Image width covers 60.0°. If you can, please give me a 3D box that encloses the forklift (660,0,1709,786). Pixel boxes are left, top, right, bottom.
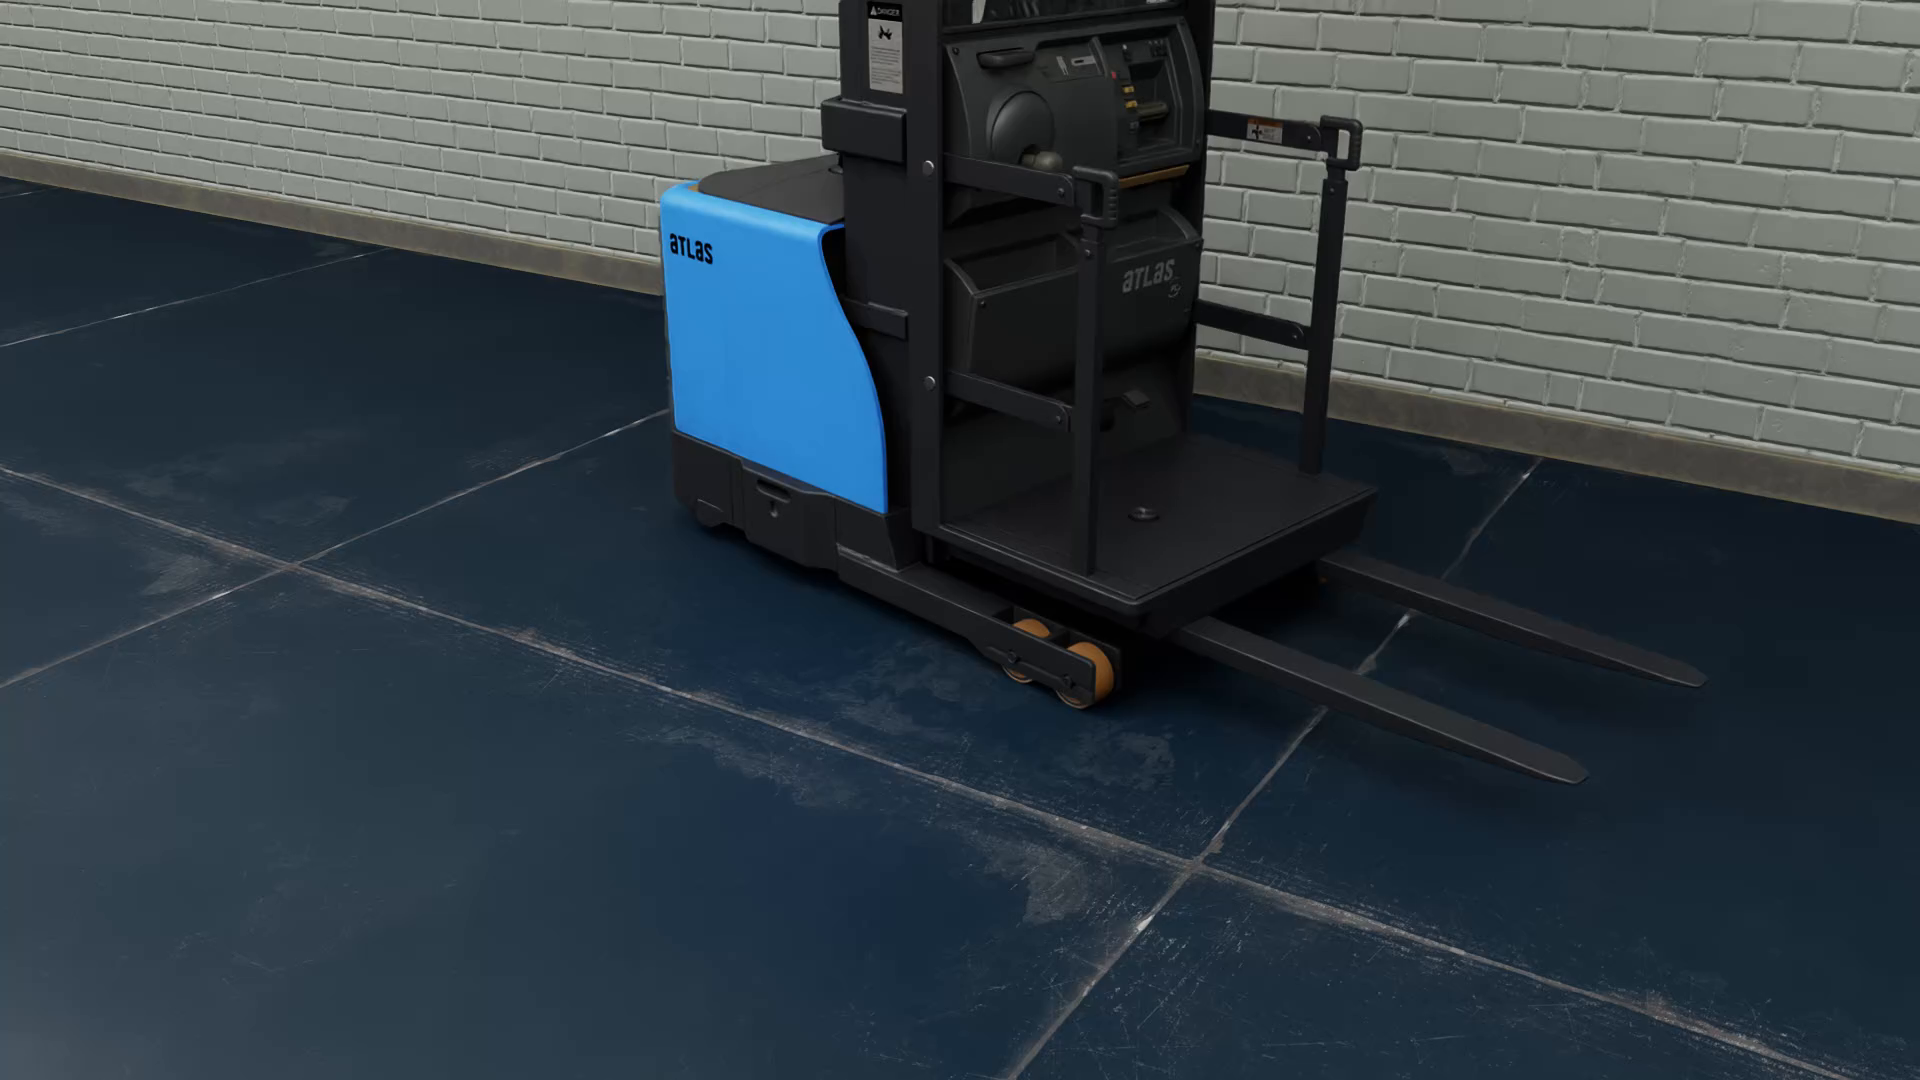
[{"bbox_3d":[0.470,-1.146,4.208,1.130,2.935,3.031,-21,31,-40],"label":"forklift"}]

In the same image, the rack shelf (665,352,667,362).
[{"bbox_3d":[-0.829,-0.615,5.618,0.258,0.077,0.200,14,26,29],"label":"rack shelf"}]

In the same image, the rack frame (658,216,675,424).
[{"bbox_3d":[-0.883,-0.613,5.525,0.240,0.900,0.006,14,26,29],"label":"rack frame"}]

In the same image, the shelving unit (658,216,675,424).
[{"bbox_3d":[-0.829,-0.646,5.605,0.258,0.900,0.210,14,26,29],"label":"shelving unit"}]

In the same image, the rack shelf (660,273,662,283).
[{"bbox_3d":[-0.827,-0.865,5.514,0.258,0.077,0.200,14,26,29],"label":"rack shelf"}]

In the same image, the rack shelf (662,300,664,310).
[{"bbox_3d":[-0.828,-0.781,5.548,0.258,0.077,0.200,14,26,29],"label":"rack shelf"}]
